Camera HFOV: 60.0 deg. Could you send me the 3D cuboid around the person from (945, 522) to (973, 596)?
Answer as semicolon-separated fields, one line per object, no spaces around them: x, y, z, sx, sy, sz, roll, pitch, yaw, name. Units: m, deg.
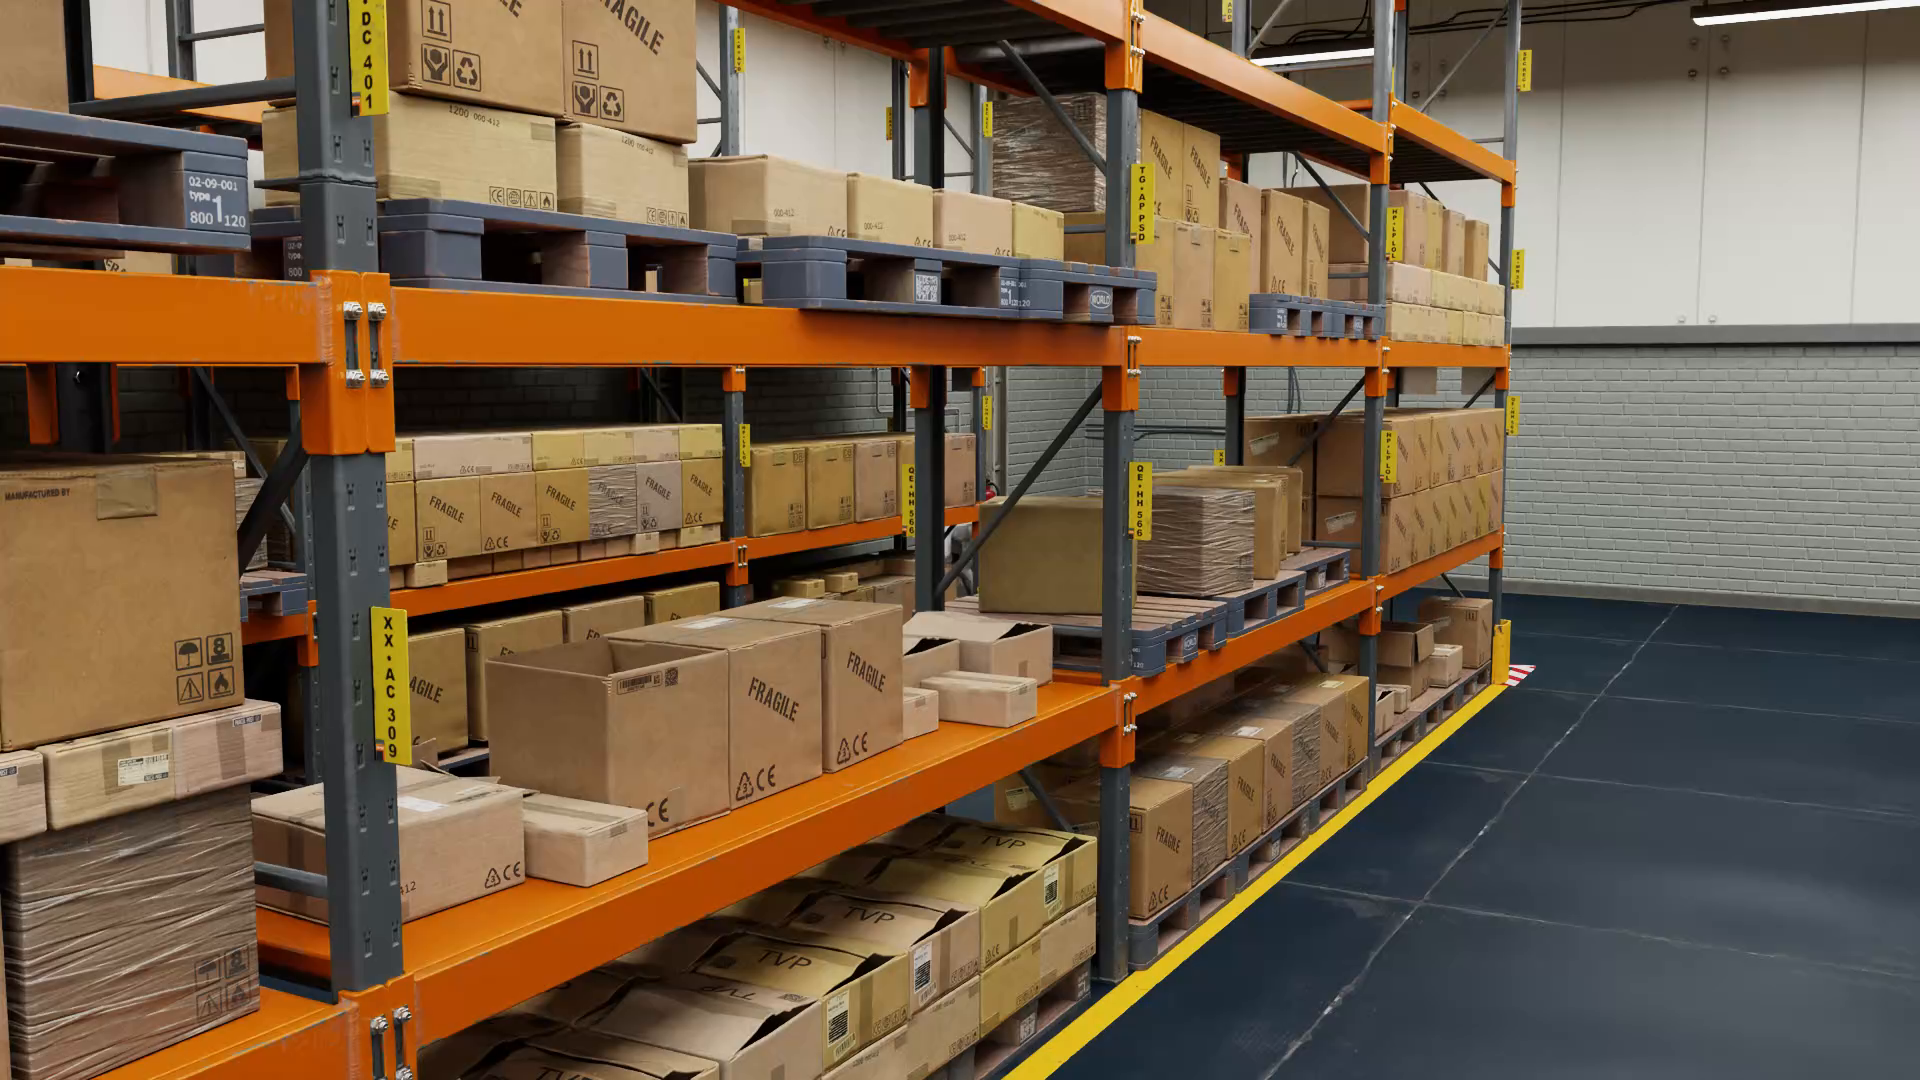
0.002;0.216;18.271;0.982;1.076;0.488;3;7;26;person
